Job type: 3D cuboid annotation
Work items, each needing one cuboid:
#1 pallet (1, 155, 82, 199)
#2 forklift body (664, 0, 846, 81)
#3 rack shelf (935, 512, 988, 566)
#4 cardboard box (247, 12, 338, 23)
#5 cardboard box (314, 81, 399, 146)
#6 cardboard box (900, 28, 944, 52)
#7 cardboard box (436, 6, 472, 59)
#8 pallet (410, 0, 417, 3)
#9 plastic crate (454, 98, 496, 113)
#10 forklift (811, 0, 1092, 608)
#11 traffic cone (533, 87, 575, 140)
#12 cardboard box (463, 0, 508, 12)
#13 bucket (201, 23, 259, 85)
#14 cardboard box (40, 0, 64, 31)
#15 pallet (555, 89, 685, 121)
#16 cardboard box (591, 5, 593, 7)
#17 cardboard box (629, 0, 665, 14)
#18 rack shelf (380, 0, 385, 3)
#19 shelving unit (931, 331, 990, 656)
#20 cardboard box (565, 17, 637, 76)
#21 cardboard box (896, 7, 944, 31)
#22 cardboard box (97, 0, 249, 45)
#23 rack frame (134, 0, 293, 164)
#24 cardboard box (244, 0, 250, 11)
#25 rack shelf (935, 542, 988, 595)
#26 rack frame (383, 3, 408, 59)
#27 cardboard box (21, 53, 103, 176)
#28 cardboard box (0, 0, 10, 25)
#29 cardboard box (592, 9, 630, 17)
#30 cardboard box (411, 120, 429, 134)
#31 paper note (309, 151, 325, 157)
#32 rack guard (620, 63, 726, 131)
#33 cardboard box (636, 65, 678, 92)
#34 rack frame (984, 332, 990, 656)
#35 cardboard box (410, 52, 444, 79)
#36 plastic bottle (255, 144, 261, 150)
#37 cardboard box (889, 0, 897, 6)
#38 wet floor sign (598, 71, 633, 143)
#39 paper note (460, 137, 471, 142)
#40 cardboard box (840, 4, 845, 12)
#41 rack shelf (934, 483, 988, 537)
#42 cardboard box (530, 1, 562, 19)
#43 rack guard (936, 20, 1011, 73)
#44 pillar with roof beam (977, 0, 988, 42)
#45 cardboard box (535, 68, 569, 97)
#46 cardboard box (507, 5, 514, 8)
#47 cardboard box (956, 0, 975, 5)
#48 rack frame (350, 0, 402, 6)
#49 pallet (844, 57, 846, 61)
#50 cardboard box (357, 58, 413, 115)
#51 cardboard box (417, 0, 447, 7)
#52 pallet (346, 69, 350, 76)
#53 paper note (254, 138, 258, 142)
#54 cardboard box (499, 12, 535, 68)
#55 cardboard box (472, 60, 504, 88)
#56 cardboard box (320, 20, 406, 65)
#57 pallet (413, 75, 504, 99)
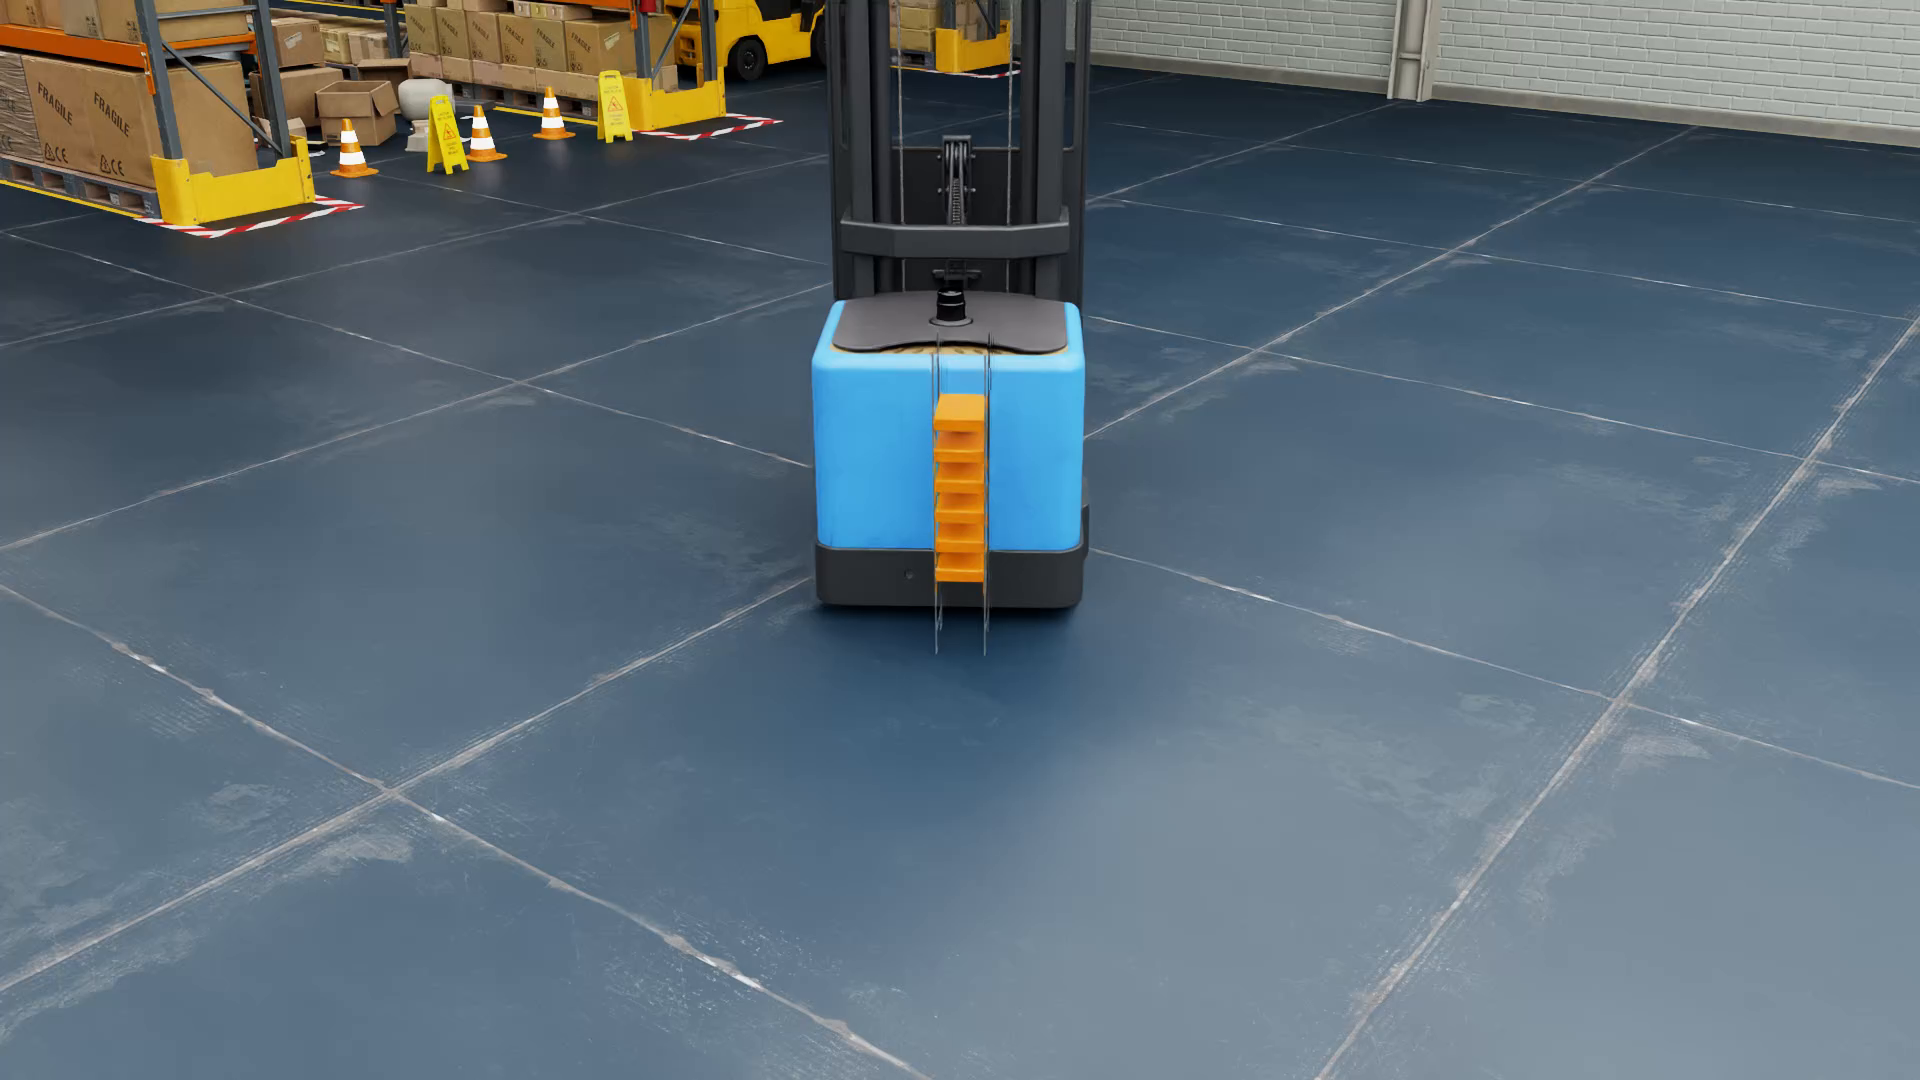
[{"bbox_3d":[-7.372,-3.177,14.199,1.213,0.211,1.003,17,29,33],"label":"pallet"},{"bbox_3d":[-2.463,-6.695,19.779,1.214,2.155,2.313,17,29,33],"label":"forklift body"},{"bbox_3d":[0.008,-0.008,6.170,0.180,0.103,0.258,2,27,4],"label":"rack shelf"},{"bbox_3d":[-8.186,-6.220,20.385,0.625,0.372,0.950,16,28,32],"label":"cardboard box"},{"bbox_3d":[-5.750,-4.077,15.879,0.637,0.503,0.797,-1,24,-3],"label":"cardboard box"},{"bbox_3d":[-0.417,-6.159,20.399,0.500,0.250,0.500,17,29,34],"label":"cardboard box"},{"bbox_3d":[-5.281,-5.500,17.973,0.500,0.500,0.500,18,30,35],"label":"cardboard box"},{"bbox_3d":[-7.800,-8.360,25.963,1.213,0.211,1.003,17,29,33],"label":"pallet"},{"bbox_3d":[-5.262,-4.599,17.588,0.583,0.080,0.402,7,25,15],"label":"plastic crate"},{"bbox_3d":[0.001,-1.625,7.304,1.130,2.935,3.031,1,24,2],"label":"forklift"},{"bbox_3d":[-3.943,-4.138,16.069,0.334,0.463,0.336,17,29,33],"label":"traffic cone"},{"bbox_3d":[-5.023,-5.685,17.588,0.250,0.149,0.380,19,30,36],"label":"cardboard box"},{"bbox_3d":[-7.423,-4.866,16.748,0.726,0.611,0.620,-15,18,-30],"label":"bucket"},{"bbox_3d":[-6.864,-4.436,13.411,0.550,0.550,0.875,17,29,33],"label":"cardboard box"},{"bbox_3d":[-3.515,-4.562,17.341,1.213,0.211,1.003,17,29,33],"label":"pallet"},{"bbox_3d":[-5.235,-7.943,23.982,0.625,0.625,0.875,18,29,35],"label":"cardboard box"},{"bbox_3d":[-4.093,-7.599,23.202,0.625,0.625,0.875,16,29,33],"label":"cardboard box"},{"bbox_3d":[-7.627,-6.733,19.704,4.000,0.370,1.077,17,29,33],"label":"rack shelf"},{"bbox_3d":[0.007,-0.155,6.096,0.189,1.200,0.258,2,27,4],"label":"shelving unit"},{"bbox_3d":[-3.623,-4.998,16.833,0.500,0.500,0.500,17,29,34],"label":"cardboard box"},{"bbox_3d":[-0.429,-6.393,20.310,0.500,0.250,0.500,16,29,33],"label":"cardboard box"},{"bbox_3d":[-6.038,-4.134,12.726,0.550,0.550,0.875,17,29,33],"label":"cardboard box"},{"bbox_3d":[-5.714,-3.990,12.586,0.127,3.000,1.000,17,29,33],"label":"rack frame"},{"bbox_3d":[-9.730,-6.960,21.440,0.875,0.875,0.875,17,29,33],"label":"cardboard box"},{"bbox_3d":[0.009,0.099,6.224,0.180,0.103,0.258,2,27,4],"label":"rack shelf"},{"bbox_3d":[-6.026,-6.579,18.461,0.127,3.000,1.000,17,29,33],"label":"rack frame"},{"bbox_3d":[-7.001,-3.565,13.735,0.875,0.875,0.875,16,29,32],"label":"cardboard box"},{"bbox_3d":[-7.797,-4.646,13.889,0.550,0.550,0.875,17,29,33],"label":"cardboard box"},{"bbox_3d":[-3.746,-5.303,17.526,0.500,0.500,0.500,16,28,31],"label":"cardboard box"},{"bbox_3d":[-5.085,-3.972,16.080,0.380,0.149,0.250,-10,26,-21],"label":"cardboard box"},{"bbox_3d":[-5.917,-3.547,15.266,0.144,0.017,0.142,-15,28,-30],"label":"paper note"},{"bbox_3d":[-2.887,-4.486,16.811,0.348,0.500,1.175,17,29,33],"label":"rack guard"},{"bbox_3d":[-3.305,-4.830,17.381,0.500,0.250,0.500,17,29,33],"label":"cardboard box"},{"bbox_3d":[0.098,-0.152,6.089,0.006,1.200,0.240,2,27,4],"label":"rack frame"},{"bbox_3d":[-5.716,-5.283,18.409,0.500,0.250,0.500,15,28,31],"label":"cardboard box"},{"bbox_3d":[-6.620,-3.636,15.427,0.133,0.061,0.283,7,25,15],"label":"plastic bottle"},{"bbox_3d":[-0.819,-6.738,20.471,0.500,0.250,0.500,17,29,34],"label":"cardboard box"},{"bbox_3d":[-3.315,-4.143,15.853,0.267,0.644,0.232,-15,28,-30],"label":"wet floor sign"},{"bbox_3d":[-4.776,-3.839,15.926,0.142,0.019,0.148,7,25,15],"label":"paper note"},{"bbox_3d":[-1.249,-6.636,20.861,0.500,0.250,0.500,16,28,32],"label":"cardboard box"},{"bbox_3d":[0.007,-0.115,6.116,0.180,0.103,0.258,2,27,4],"label":"rack shelf"},{"bbox_3d":[-4.156,-5.424,16.995,0.250,0.149,0.380,17,29,34],"label":"cardboard box"},{"bbox_3d":[0.167,-6.064,20.393,0.348,0.500,1.175,17,29,33],"label":"rack guard"},{"bbox_3d":[-2.450,-9.029,16.583,0.400,9.000,9.100,17,29,33],"label":"pillar with roof beam"},{"bbox_3d":[-4.044,-4.782,17.272,0.500,0.250,0.500,17,29,33],"label":"cardboard box"},{"bbox_3d":[-4.575,-5.554,18.094,0.500,0.500,0.500,19,30,36],"label":"cardboard box"},{"bbox_3d":[-0.123,-6.783,20.573,0.500,0.250,0.500,16,29,33],"label":"cardboard box"},{"bbox_3d":[-9.454,-10.116,26.489,0.127,3.000,1.000,17,29,33],"label":"rack frame"},{"bbox_3d":[-1.461,-6.405,21.524,1.213,0.211,1.003,17,29,33],"label":"pallet"},{"bbox_3d":[-5.985,-4.738,17.380,0.500,0.500,0.500,-5,24,-12],"label":"cardboard box"},{"bbox_3d":[-5.652,-5.873,18.015,0.250,0.149,0.380,17,29,34],"label":"cardboard box"},{"bbox_3d":[-7.631,-5.785,20.119,1.213,0.211,1.003,17,29,33],"label":"pallet"},{"bbox_3d":[-6.730,-3.857,15.976,0.172,0.023,0.155,-15,28,-30],"label":"paper note"},{"bbox_3d":[-4.442,-5.248,17.399,0.500,0.500,0.500,16,28,32],"label":"cardboard box"},{"bbox_3d":[-4.856,-5.030,17.835,0.500,0.250,0.500,16,29,33],"label":"cardboard box"},{"bbox_3d":[-7.025,-5.867,19.584,0.625,0.372,0.950,19,30,36],"label":"cardboard box"},{"bbox_3d":[-5.468,-5.152,18.681,1.213,0.211,1.003,17,29,33],"label":"pallet"}]
